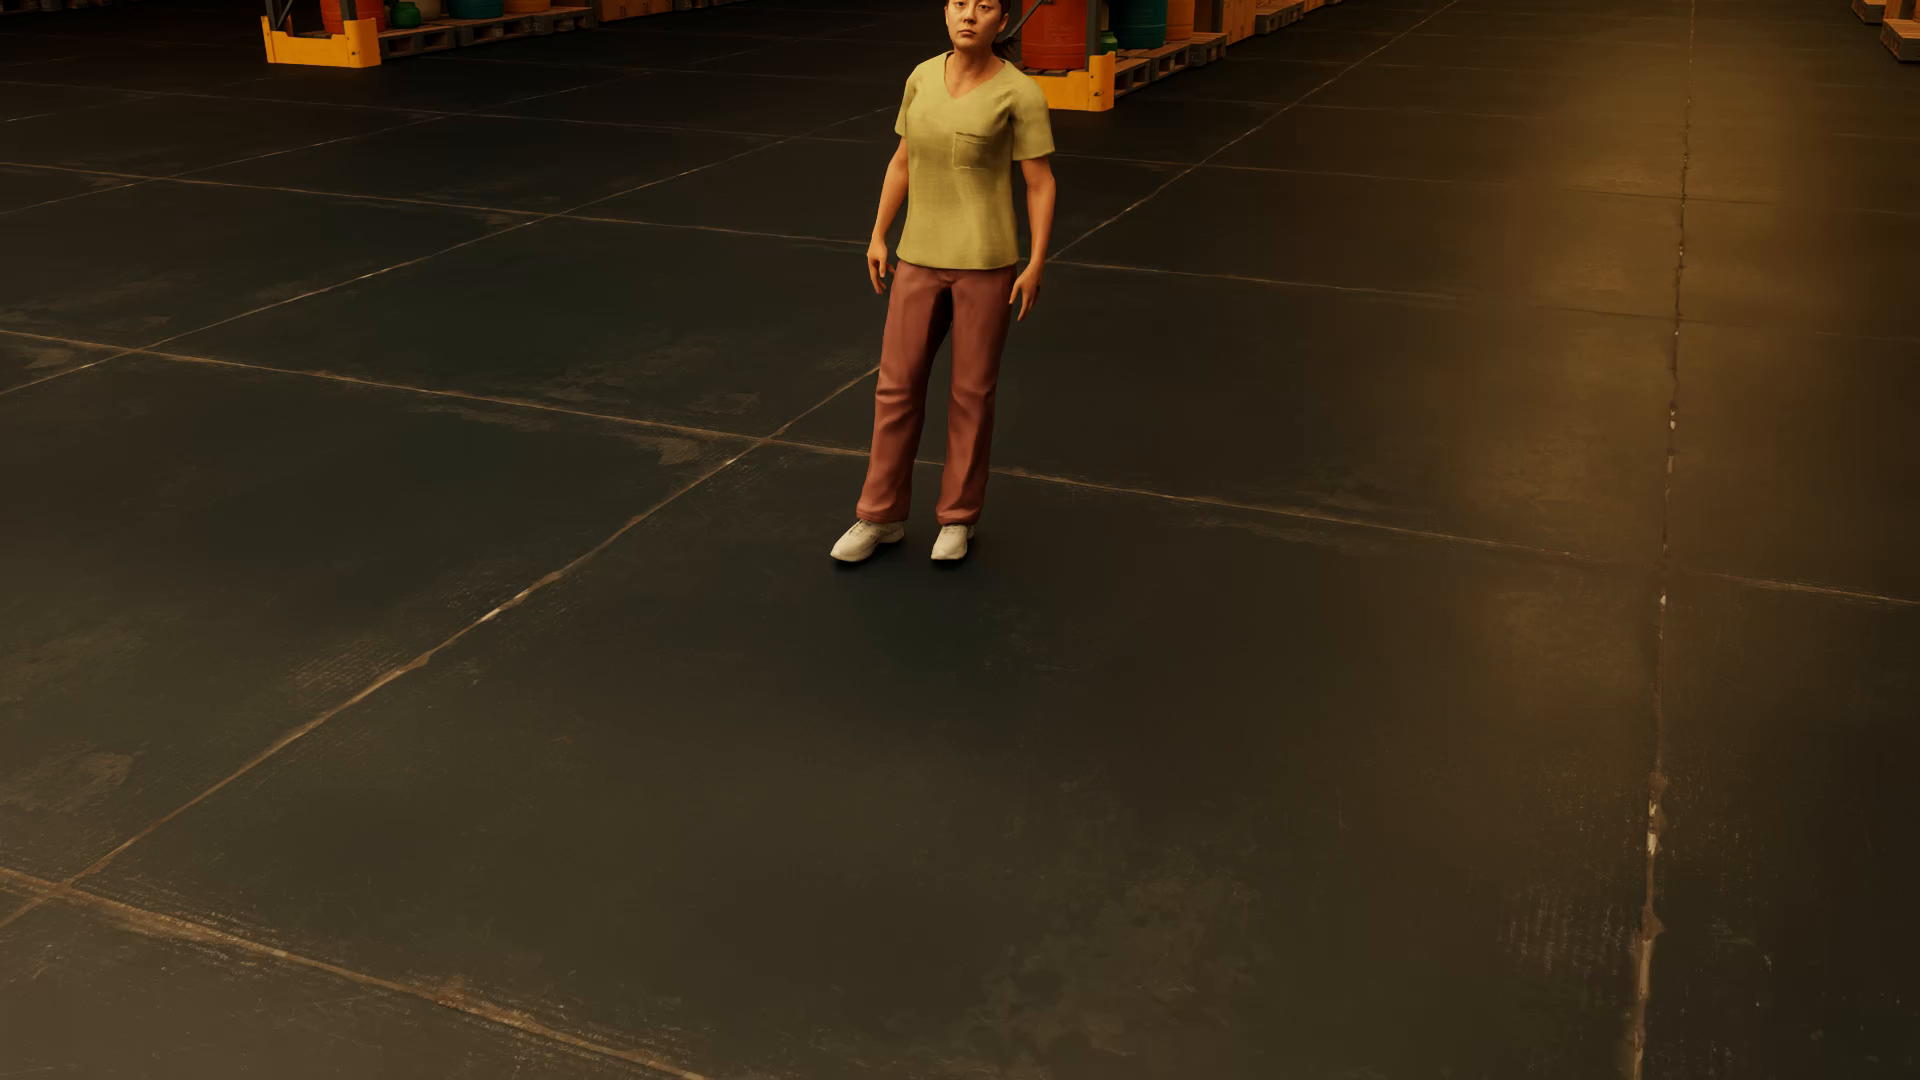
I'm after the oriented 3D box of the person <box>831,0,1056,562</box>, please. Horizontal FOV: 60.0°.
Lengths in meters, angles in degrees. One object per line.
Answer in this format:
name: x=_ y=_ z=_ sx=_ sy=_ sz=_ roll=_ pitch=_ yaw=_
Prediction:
person: x=-0.039 y=-0.755 z=4.708 sx=0.553 sy=1.673 sz=0.548 roll=9 pitch=24 yaw=21
